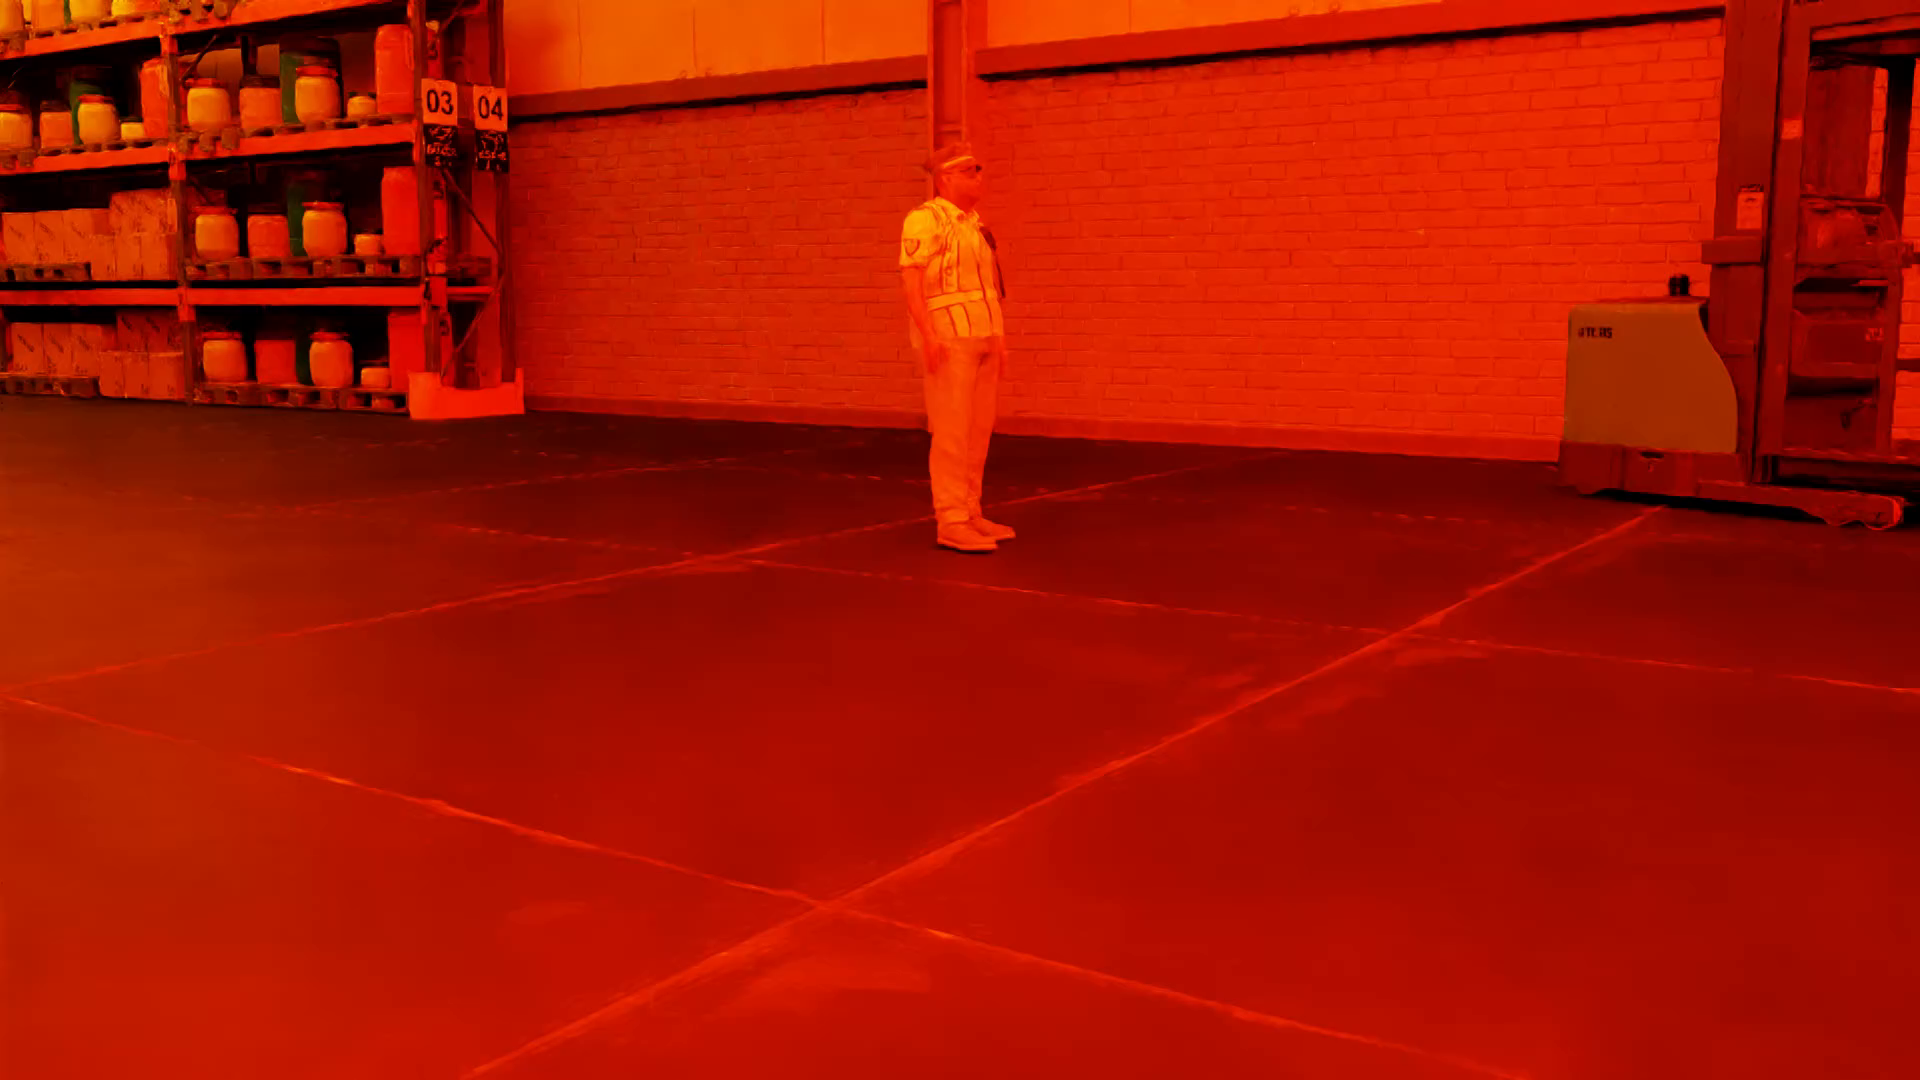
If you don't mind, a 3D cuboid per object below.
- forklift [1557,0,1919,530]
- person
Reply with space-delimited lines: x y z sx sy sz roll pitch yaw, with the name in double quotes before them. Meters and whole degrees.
"forklift" 4.634 -1.574 8.260 1.130 2.935 3.031 -6 10 -36
"person" 0.058 -0.882 7.424 0.574 1.781 0.640 5 10 34
